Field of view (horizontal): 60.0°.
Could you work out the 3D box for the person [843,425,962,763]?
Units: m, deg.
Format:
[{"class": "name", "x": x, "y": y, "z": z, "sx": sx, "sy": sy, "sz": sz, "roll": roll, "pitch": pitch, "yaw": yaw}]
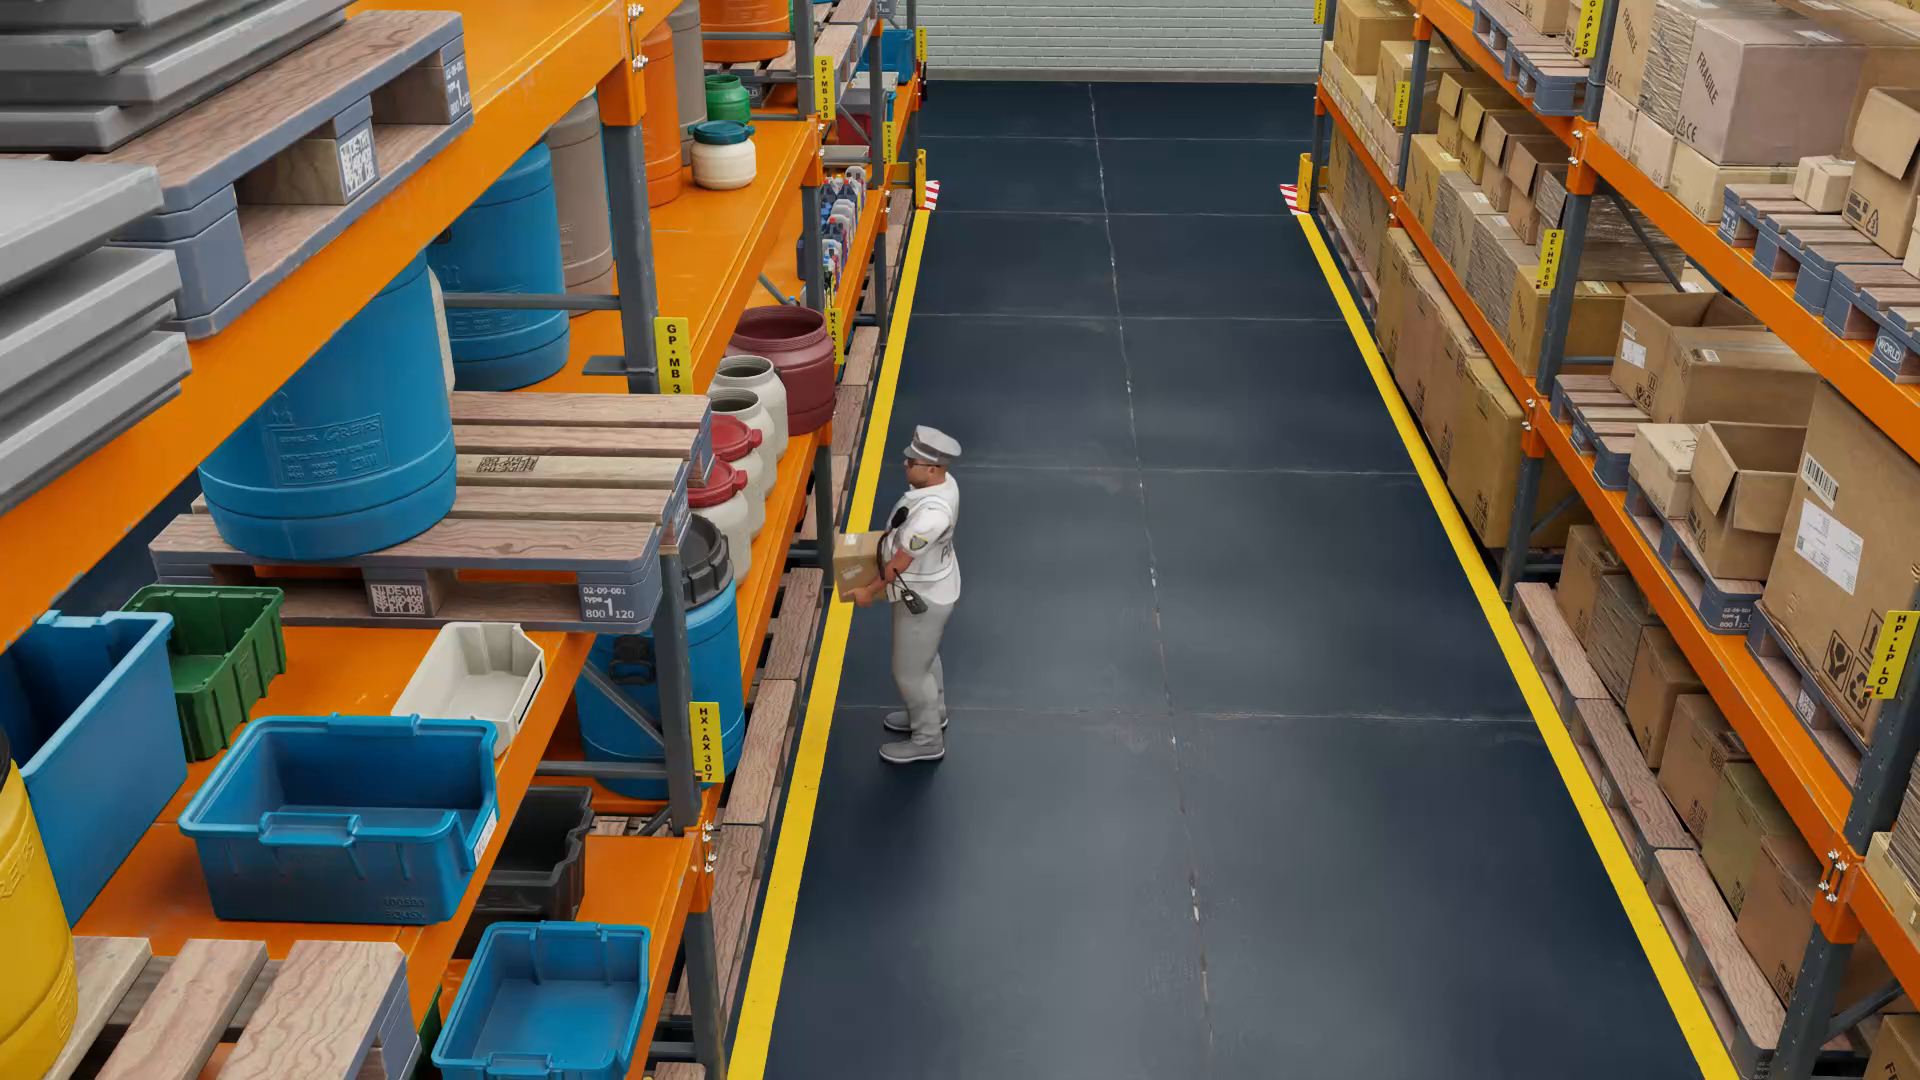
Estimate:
[{"class": "person", "x": -0.276, "y": 0.256, "z": 8.112, "sx": 0.567, "sy": 1.766, "sz": 0.494, "roll": 2, "pitch": 28, "yaw": 3}]
